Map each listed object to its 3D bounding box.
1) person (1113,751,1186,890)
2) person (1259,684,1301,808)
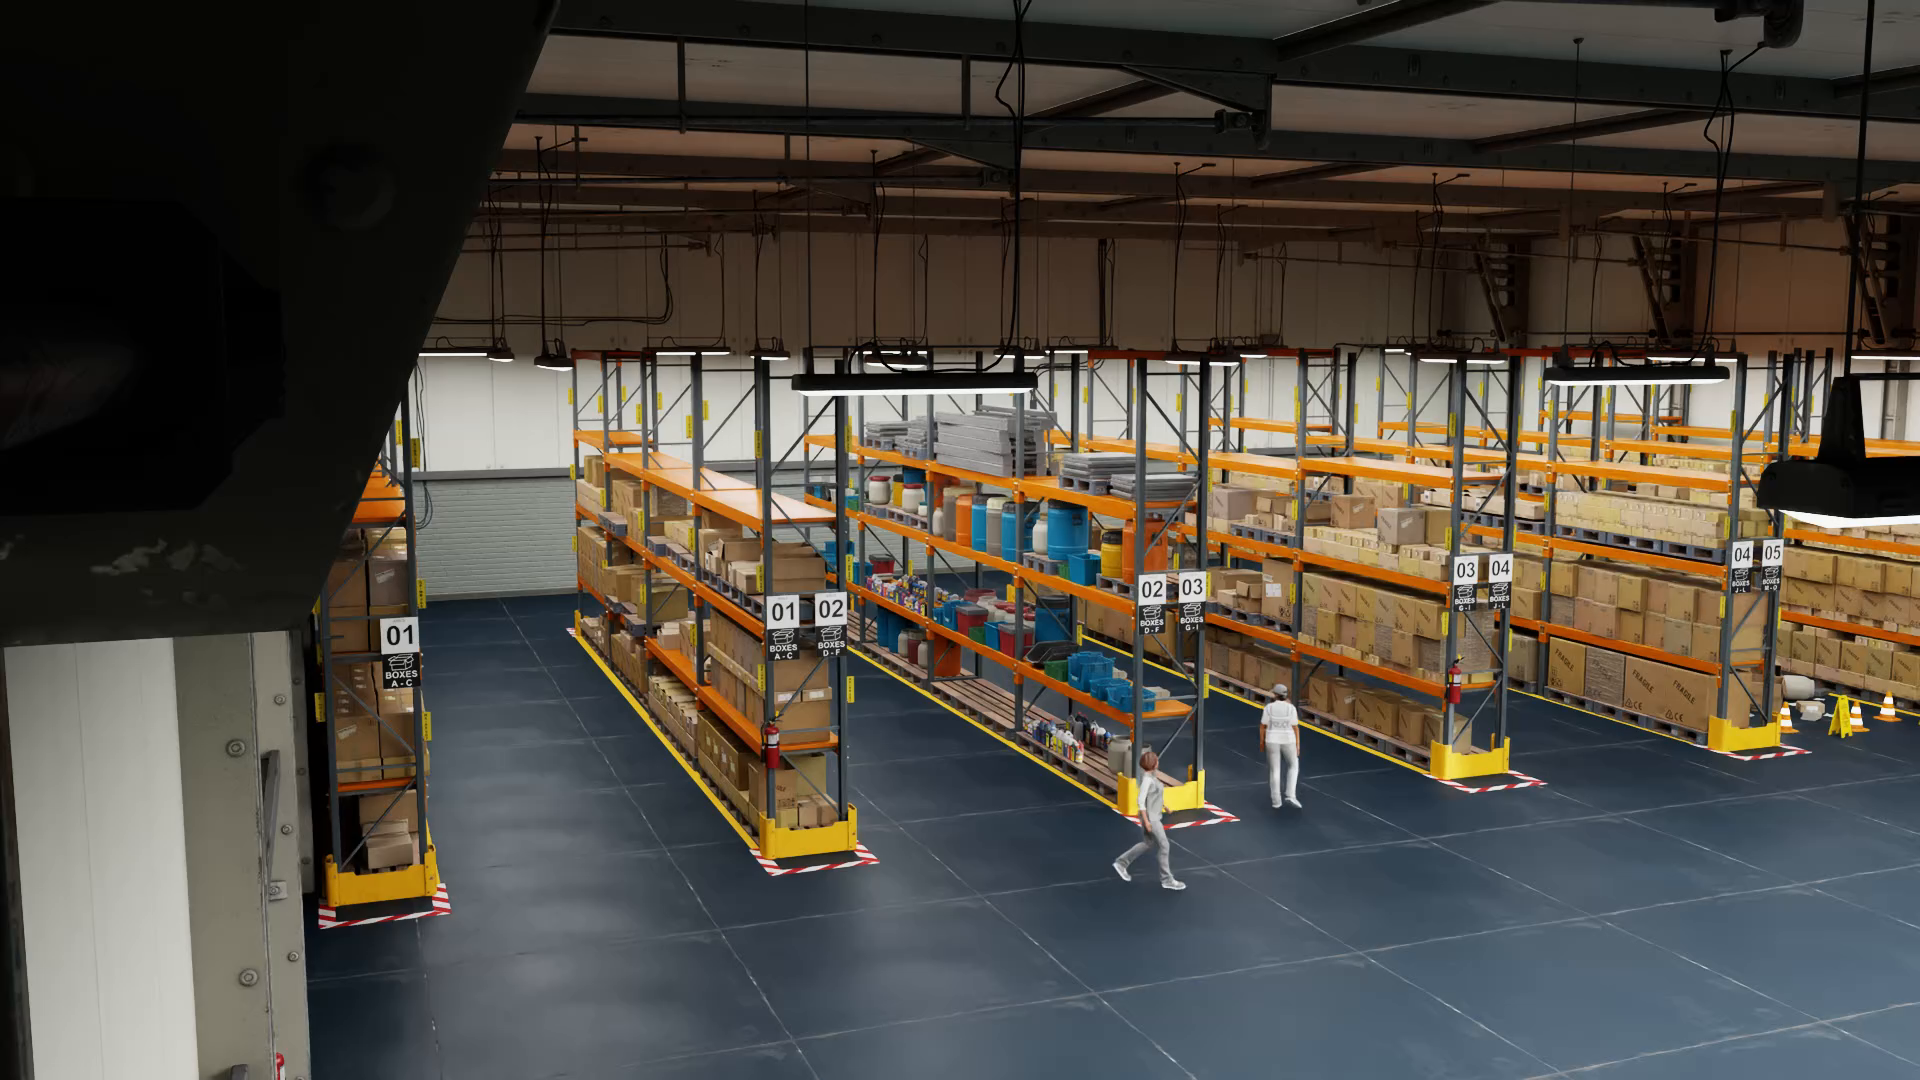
[{"bbox_3d":[2.174,3.189,19.042,0.817,1.581,0.491,0,7,2],"label":"person"},{"bbox_3d":[4.298,2.760,22.261,0.579,1.697,0.403,2,7,14],"label":"person"}]
